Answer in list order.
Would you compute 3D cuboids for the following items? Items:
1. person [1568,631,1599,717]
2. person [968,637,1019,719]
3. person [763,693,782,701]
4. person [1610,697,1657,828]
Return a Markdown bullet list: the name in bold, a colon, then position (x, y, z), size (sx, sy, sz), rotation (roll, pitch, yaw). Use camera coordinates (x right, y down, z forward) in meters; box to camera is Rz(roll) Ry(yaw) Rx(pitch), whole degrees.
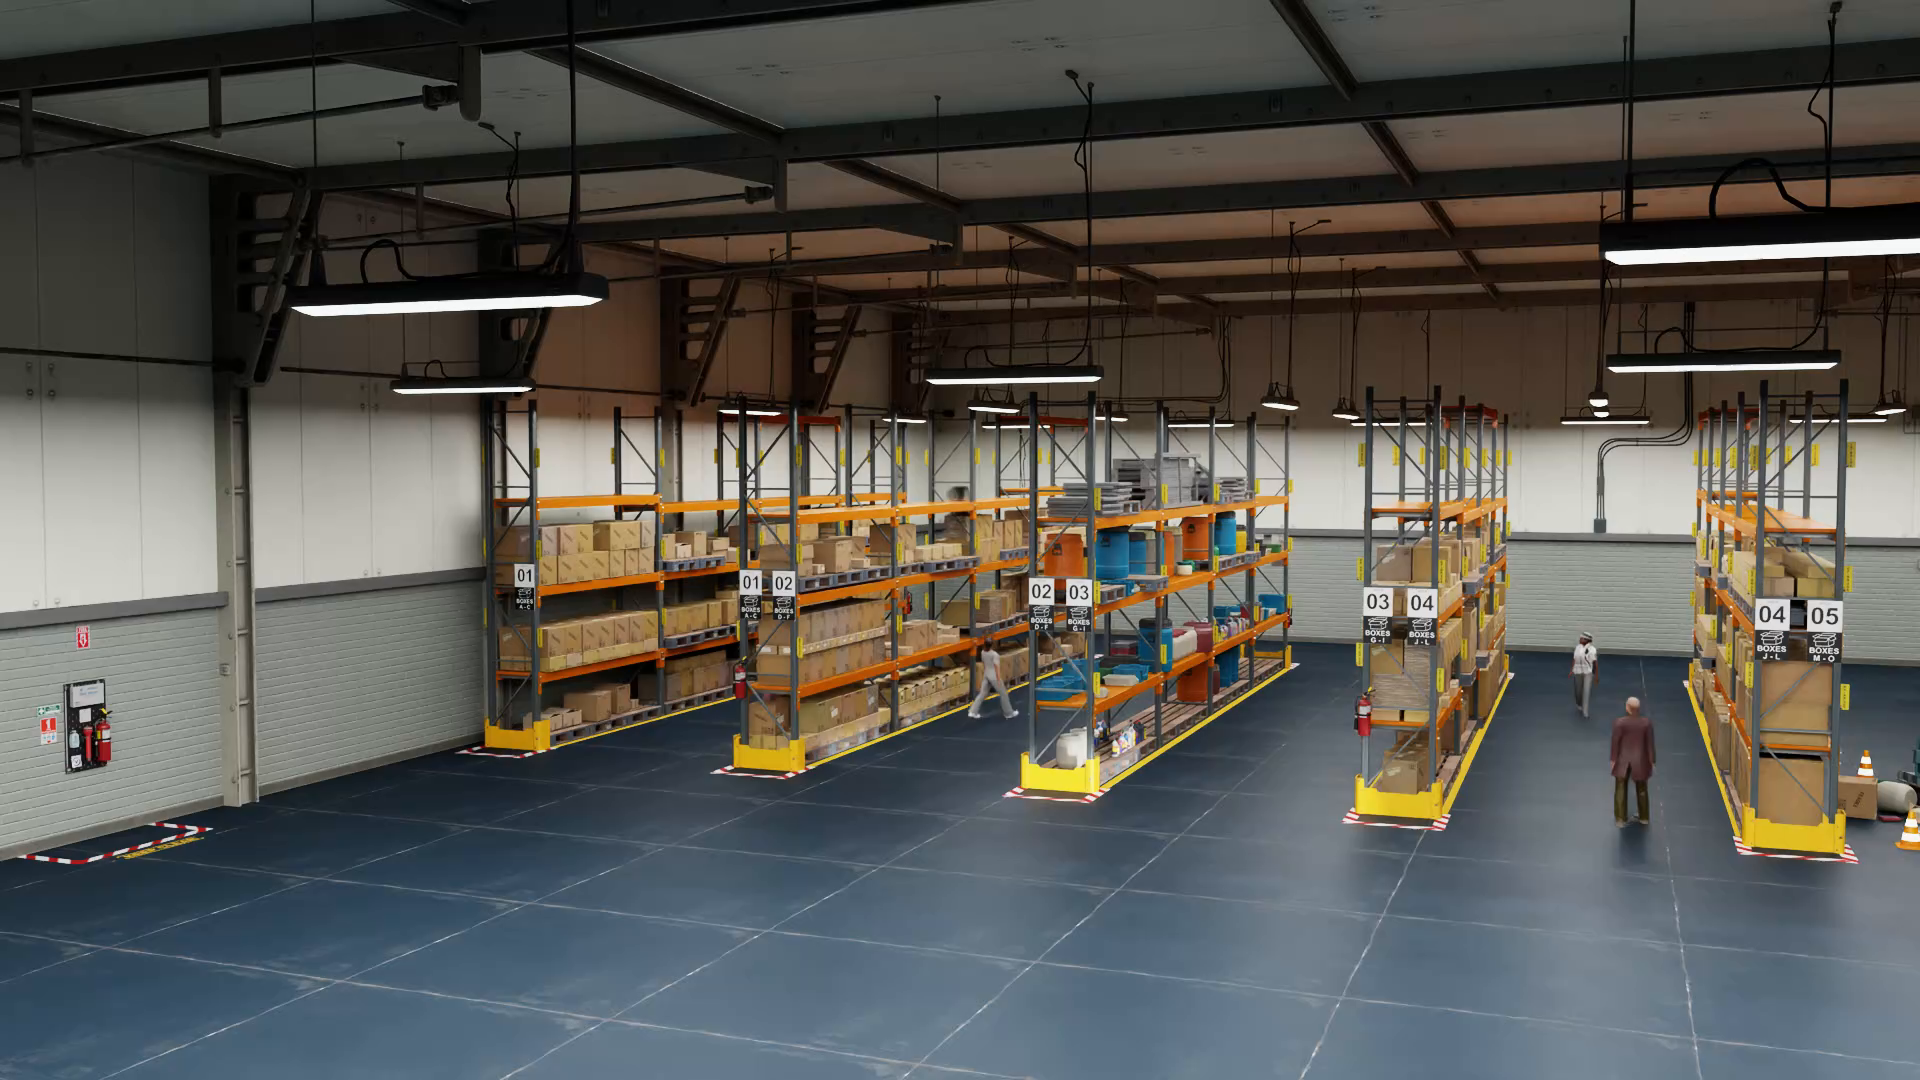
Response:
- **person**: position (12.116, 2.585, 32.286), size (0.564, 1.648, 0.928), rotation (1, 3, 26)
- **person**: position (0.648, 2.631, 31.737), size (1.047, 1.602, 0.492), rotation (-2, 3, -31)
- **person**: position (-3.620, 2.618, 31.754), size (0.376, 1.705, 0.518), rotation (1, 3, 27)
- **person**: position (9.179, 3.002, 22.630), size (0.574, 1.775, 0.656), rotation (1, 3, 28)
